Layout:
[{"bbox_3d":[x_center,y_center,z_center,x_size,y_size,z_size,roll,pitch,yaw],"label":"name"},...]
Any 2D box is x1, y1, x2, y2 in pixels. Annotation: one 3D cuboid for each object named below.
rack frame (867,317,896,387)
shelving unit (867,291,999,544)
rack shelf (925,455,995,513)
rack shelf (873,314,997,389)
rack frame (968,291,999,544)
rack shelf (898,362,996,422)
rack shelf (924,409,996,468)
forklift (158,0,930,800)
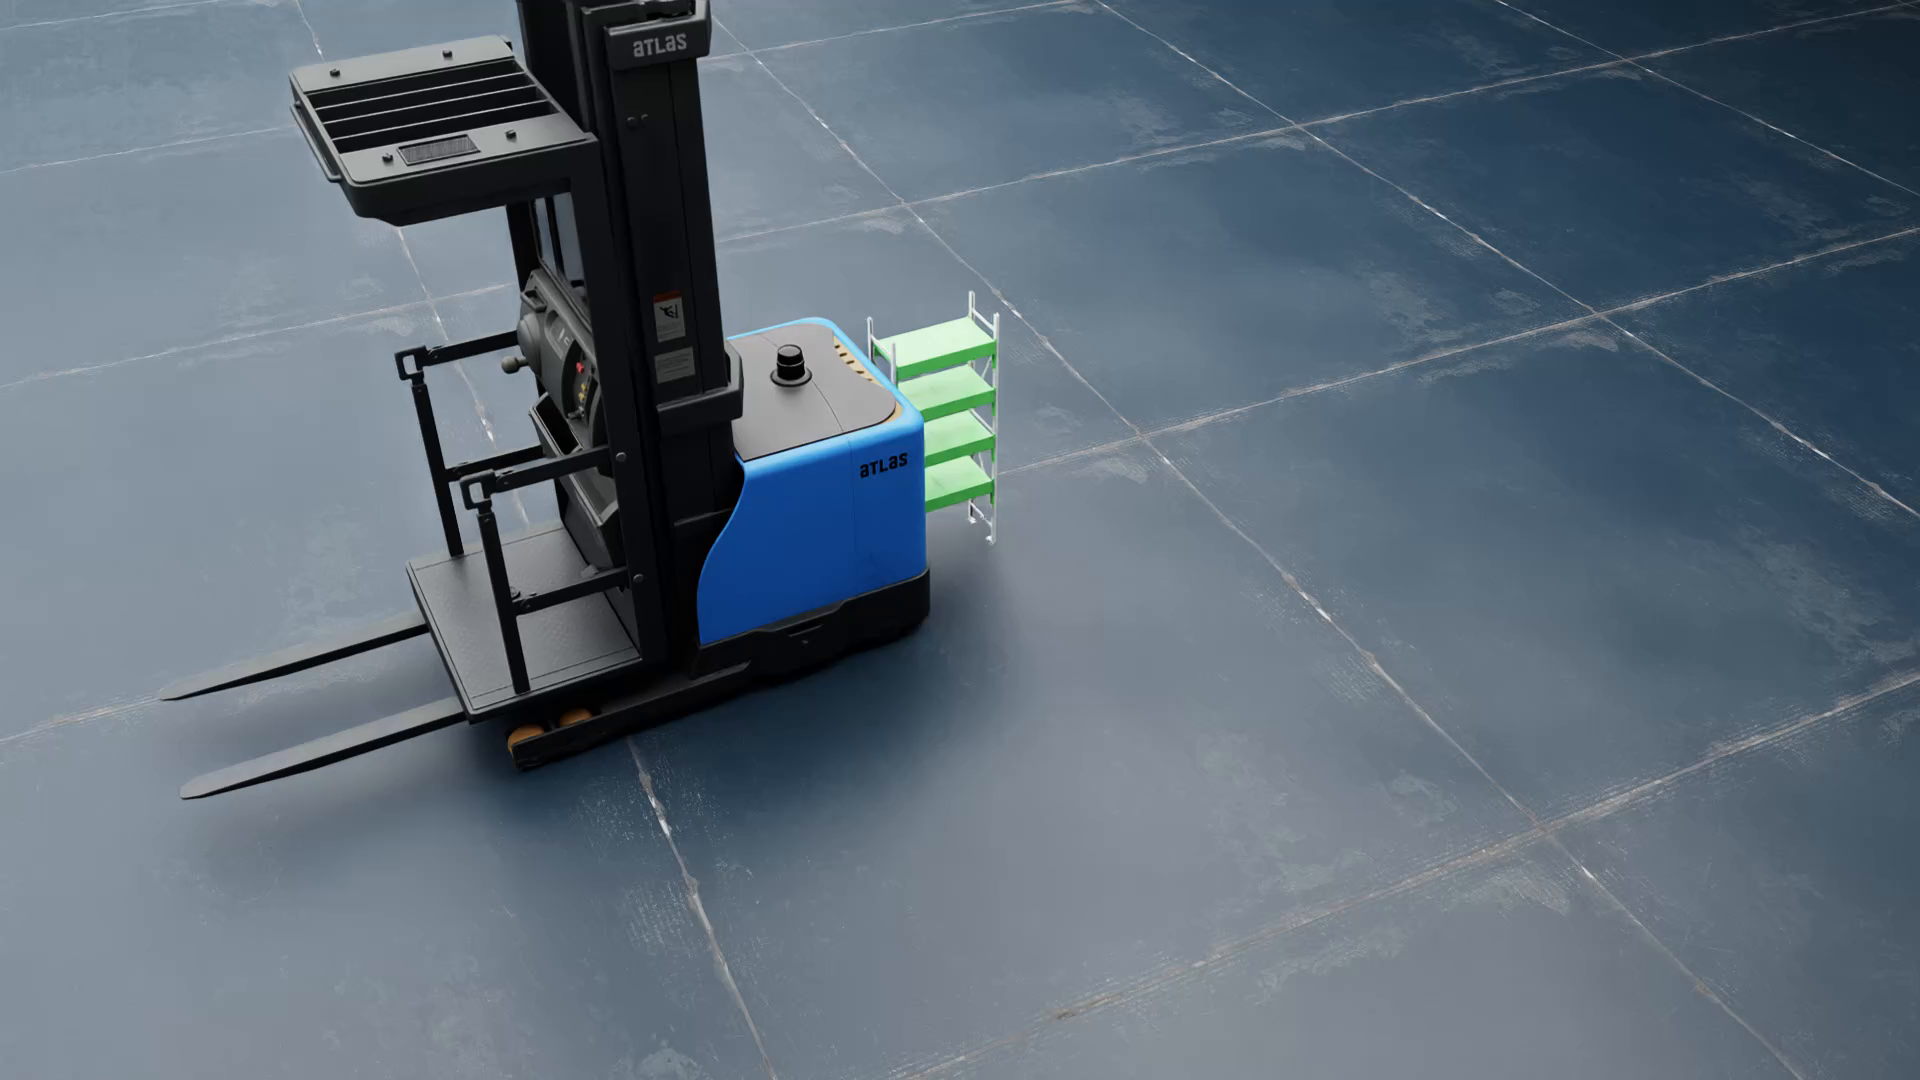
[{"bbox_3d":[-0.327,-0.391,7.270,0.015,1.200,0.240,-18,40,-22],"label":"rack frame"},{"bbox_3d":[-0.112,-0.459,7.362,0.503,1.200,0.258,-18,40,-22],"label":"shelving unit"},{"bbox_3d":[-0.112,-0.215,7.543,0.480,0.148,0.258,-18,40,-22],"label":"rack shelf"},{"bbox_3d":[-0.112,-0.794,7.114,0.480,0.148,0.258,-18,40,-22],"label":"rack shelf"},{"bbox_3d":[0.103,-0.528,7.455,0.015,1.200,0.240,-18,40,-22],"label":"rack frame"},{"bbox_3d":[-0.112,-0.601,7.257,0.480,0.148,0.258,-18,40,-22],"label":"rack shelf"},{"bbox_3d":[-0.112,-0.408,7.400,0.480,0.148,0.258,-18,40,-22],"label":"rack shelf"},{"bbox_3d":[-1.675,-0.647,6.162,3.031,2.935,1.130,-18,40,-22],"label":"forklift"}]
